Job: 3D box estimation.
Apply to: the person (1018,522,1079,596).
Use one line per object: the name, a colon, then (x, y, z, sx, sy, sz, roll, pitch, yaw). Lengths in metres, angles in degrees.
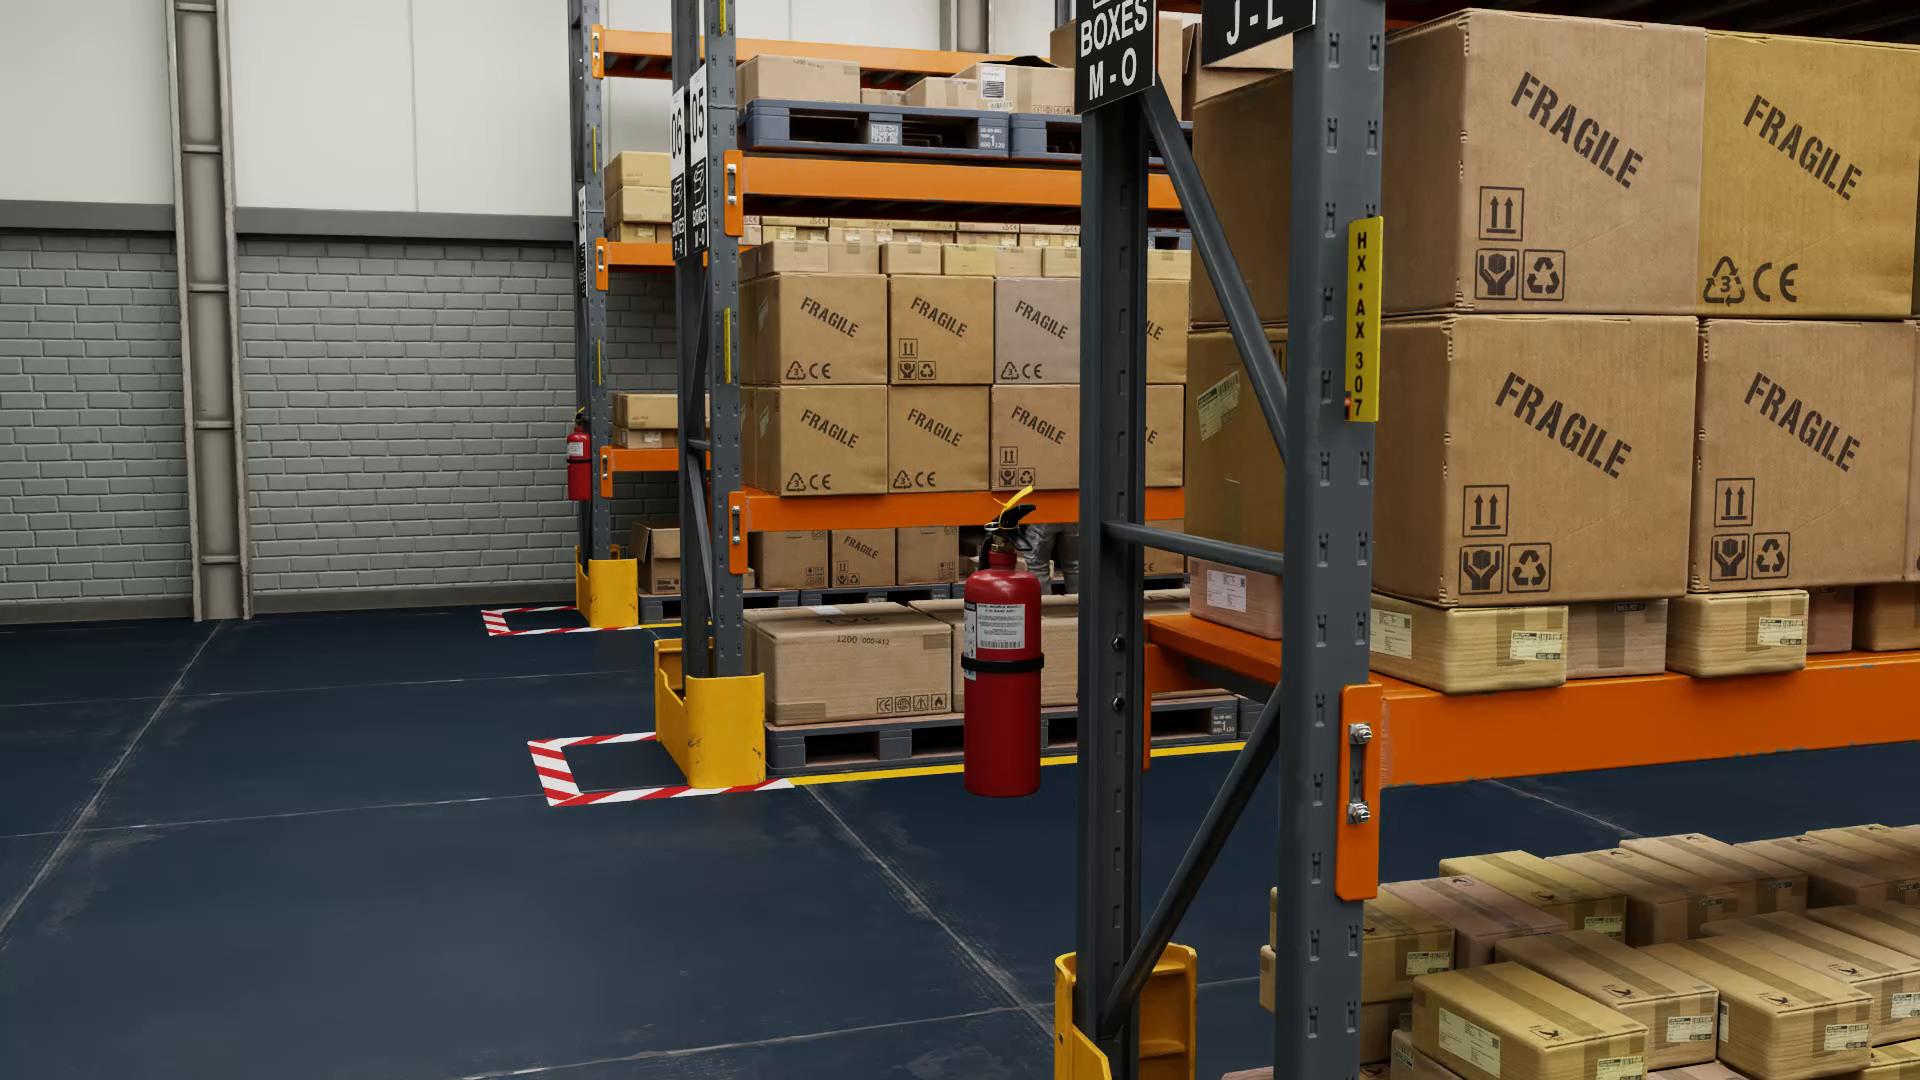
person: (0.646, -0.179, 11.529, 0.625, 1.773, 0.451, -2, 6, -22)
